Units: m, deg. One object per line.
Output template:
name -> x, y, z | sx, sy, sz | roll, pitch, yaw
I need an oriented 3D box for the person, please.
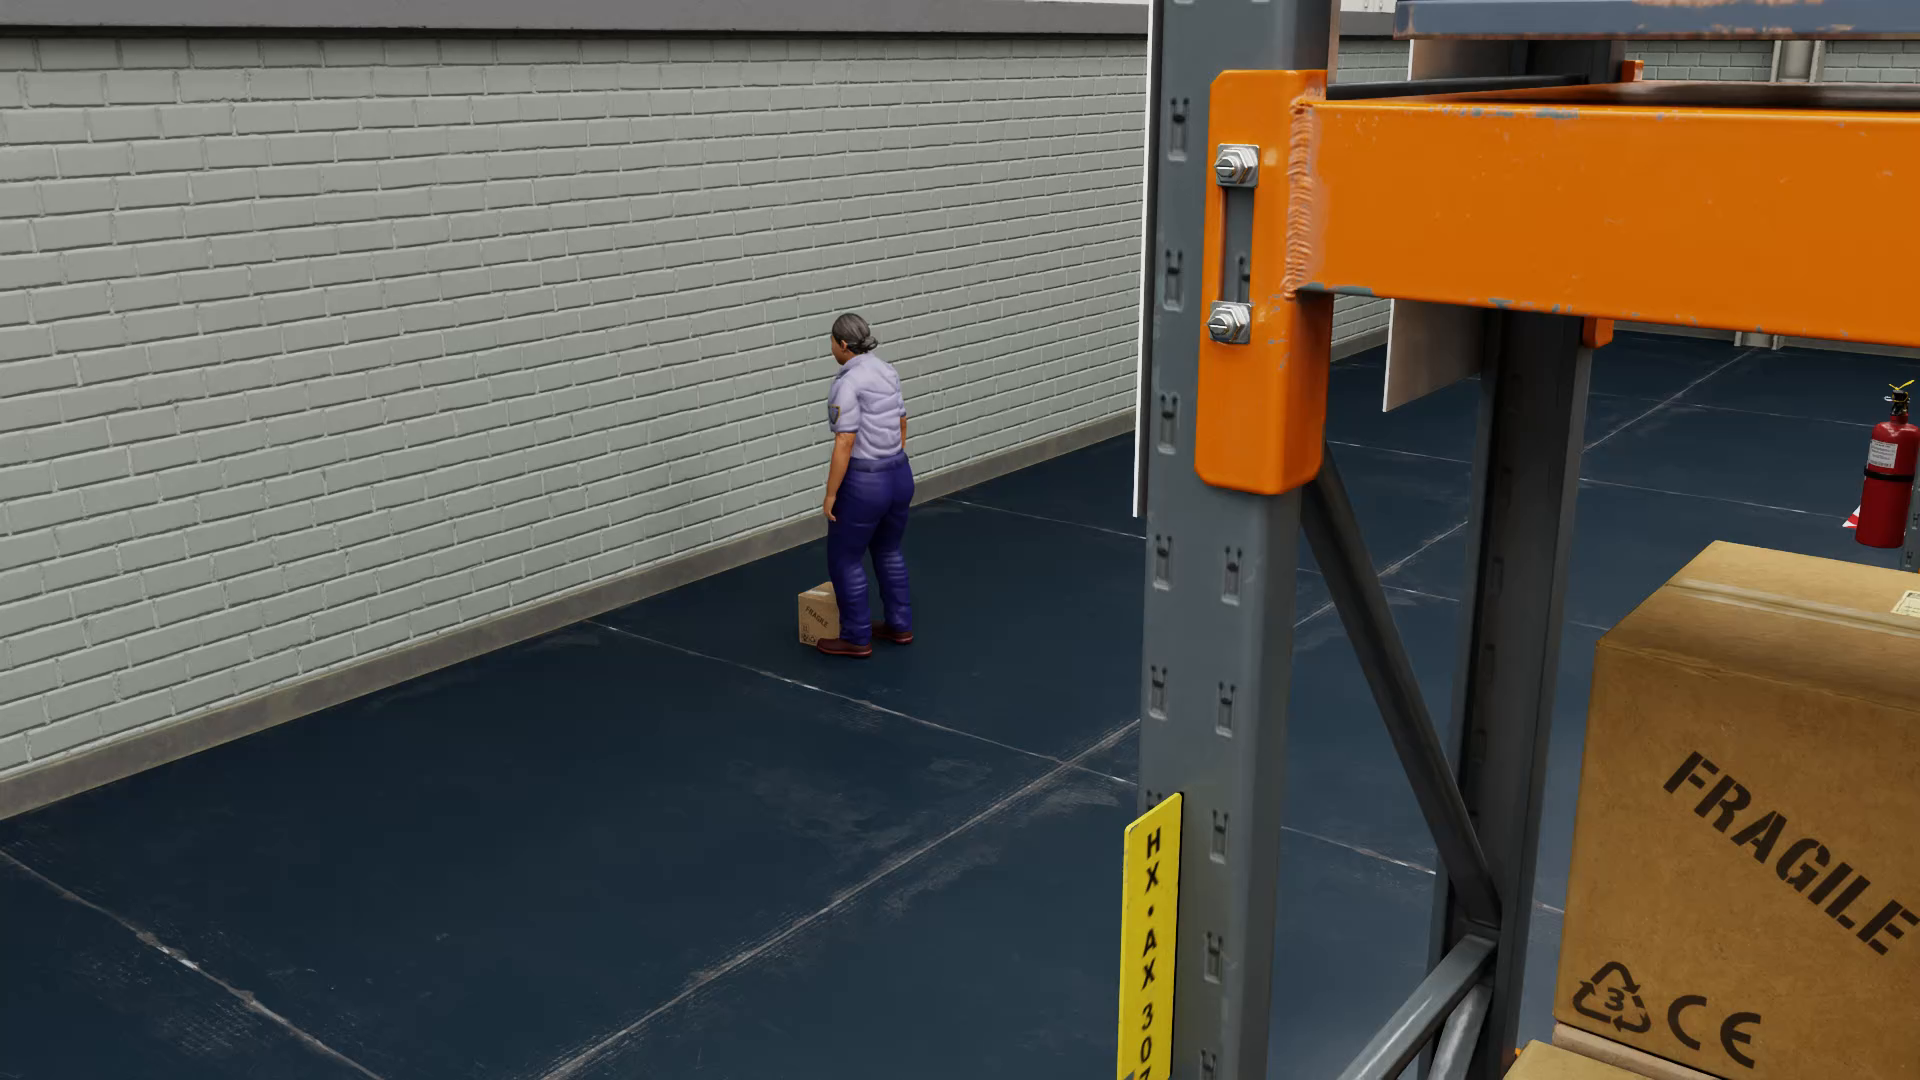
person -> -0.455, -0.258, 7.915 | 0.417, 1.652, 0.560 | 11, 20, 33
